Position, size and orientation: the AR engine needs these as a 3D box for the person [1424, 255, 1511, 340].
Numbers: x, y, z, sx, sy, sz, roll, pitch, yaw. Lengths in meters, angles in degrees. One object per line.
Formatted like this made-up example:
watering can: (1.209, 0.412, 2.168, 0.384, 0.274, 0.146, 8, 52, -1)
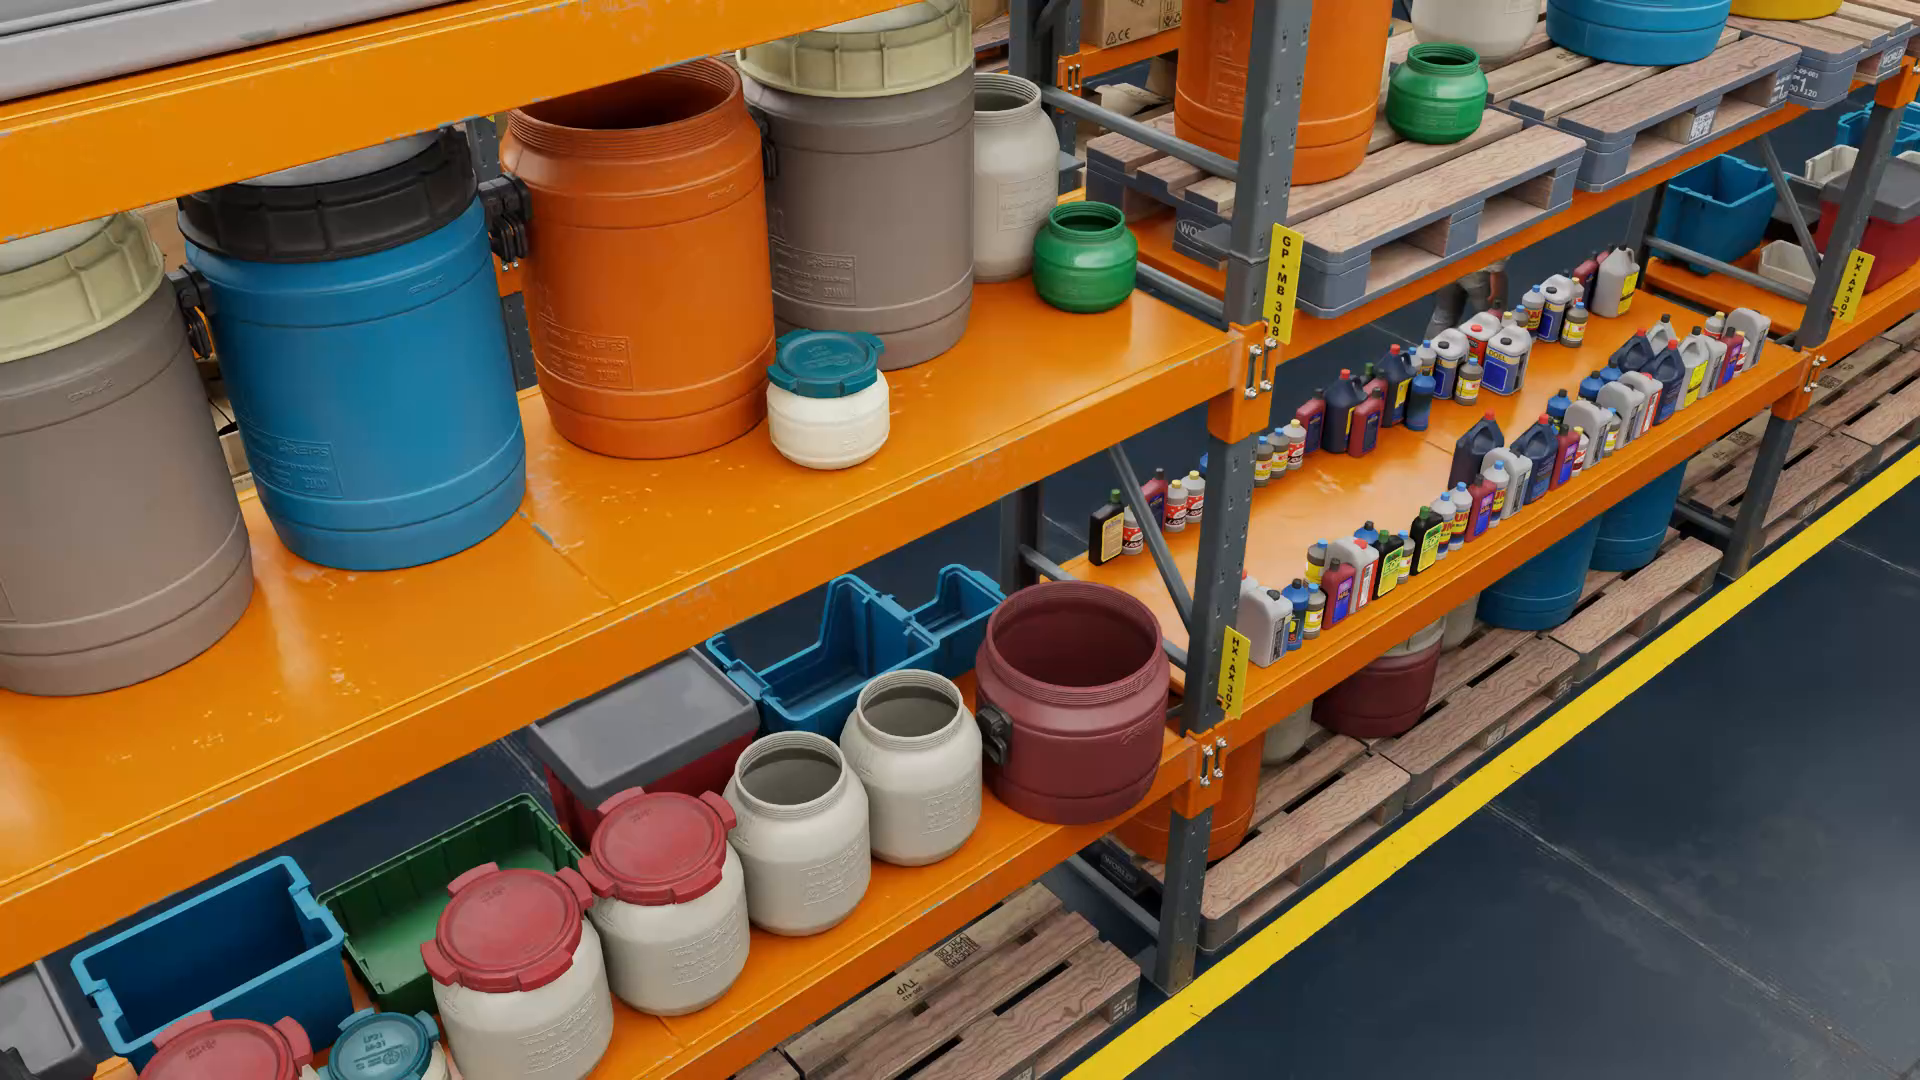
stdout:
person: (2.800, -1.566, 9.196, 0.514, 1.763, 0.573, -18, 39, -23)
